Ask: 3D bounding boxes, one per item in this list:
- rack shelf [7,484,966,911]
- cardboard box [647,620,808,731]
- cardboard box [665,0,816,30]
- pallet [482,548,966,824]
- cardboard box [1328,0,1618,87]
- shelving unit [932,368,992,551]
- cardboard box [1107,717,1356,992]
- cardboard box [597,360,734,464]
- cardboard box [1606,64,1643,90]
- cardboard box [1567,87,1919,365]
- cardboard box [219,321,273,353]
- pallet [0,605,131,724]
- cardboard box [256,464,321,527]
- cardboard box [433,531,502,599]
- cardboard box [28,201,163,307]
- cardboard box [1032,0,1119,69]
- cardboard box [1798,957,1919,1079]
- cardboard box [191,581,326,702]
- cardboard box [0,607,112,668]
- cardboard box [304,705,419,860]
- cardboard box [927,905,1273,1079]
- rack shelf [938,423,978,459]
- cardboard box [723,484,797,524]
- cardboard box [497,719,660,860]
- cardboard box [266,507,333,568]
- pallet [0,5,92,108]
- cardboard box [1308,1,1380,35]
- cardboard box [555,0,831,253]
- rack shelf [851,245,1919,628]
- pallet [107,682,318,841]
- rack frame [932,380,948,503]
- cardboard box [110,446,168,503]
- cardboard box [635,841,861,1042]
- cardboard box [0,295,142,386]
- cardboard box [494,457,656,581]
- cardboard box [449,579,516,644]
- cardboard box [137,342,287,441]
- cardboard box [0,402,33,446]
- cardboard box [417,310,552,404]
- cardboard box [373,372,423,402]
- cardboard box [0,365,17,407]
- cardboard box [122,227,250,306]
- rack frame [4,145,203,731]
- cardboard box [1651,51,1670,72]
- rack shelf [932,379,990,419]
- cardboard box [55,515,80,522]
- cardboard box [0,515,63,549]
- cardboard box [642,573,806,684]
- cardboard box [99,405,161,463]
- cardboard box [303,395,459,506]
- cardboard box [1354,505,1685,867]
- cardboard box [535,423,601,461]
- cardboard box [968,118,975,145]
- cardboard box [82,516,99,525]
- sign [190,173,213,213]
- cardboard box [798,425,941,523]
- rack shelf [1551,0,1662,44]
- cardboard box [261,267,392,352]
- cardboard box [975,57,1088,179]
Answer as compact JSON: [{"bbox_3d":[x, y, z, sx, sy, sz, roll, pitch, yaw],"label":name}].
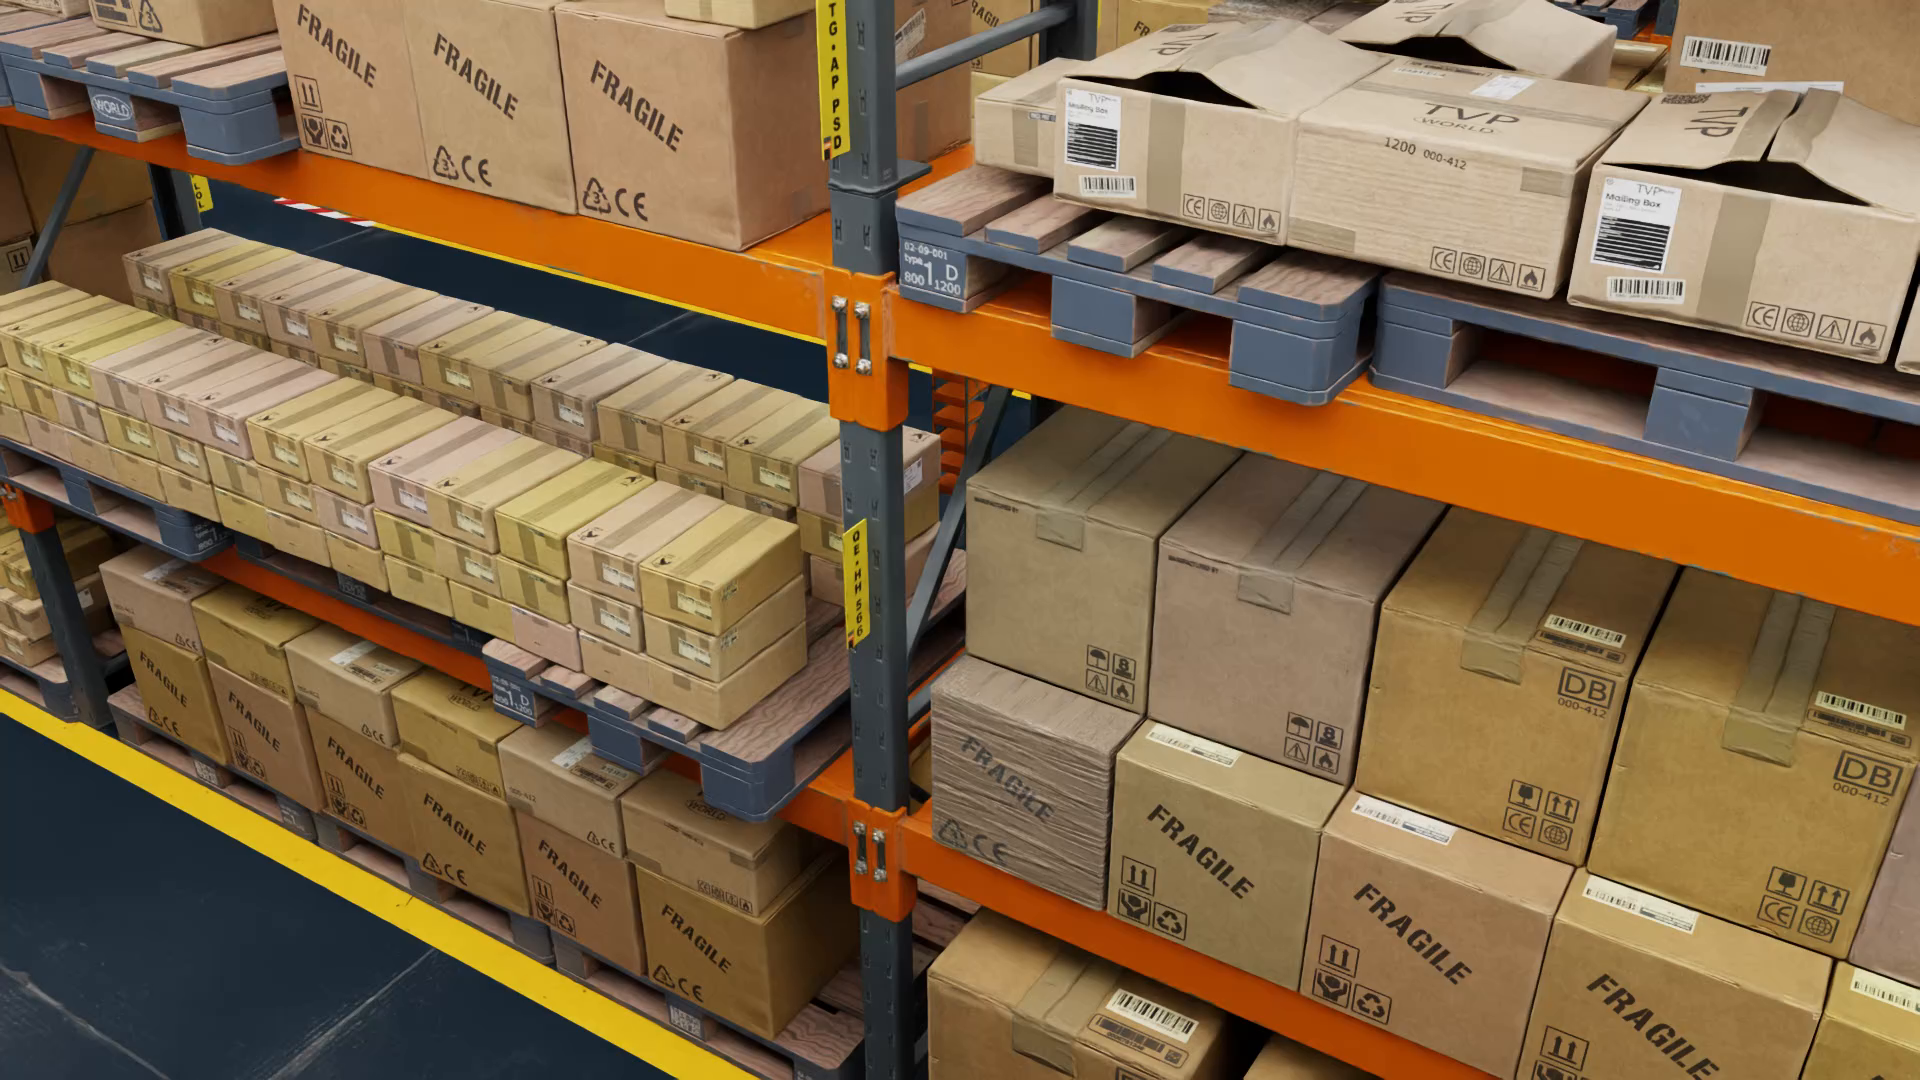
[{"bbox_3d":[-1.661,0.114,5.791,4.000,0.370,1.077,18,35,27],"label":"rack shelf"},{"bbox_3d":[-0.630,0.331,4.539,0.250,0.149,0.380,18,35,28],"label":"cardboard box"},{"bbox_3d":[-0.448,-1.328,3.713,0.258,0.266,0.396,18,35,27],"label":"cardboard box"},{"bbox_3d":[-0.628,0.277,4.989,1.003,0.211,1.213,18,35,27],"label":"pallet"},{"bbox_3d":[1.077,-0.990,3.567,0.500,0.311,0.500,18,35,27],"label":"cardboard box"},{"bbox_3d":[0.012,-0.514,7.941,0.189,1.200,0.258,18,35,27],"label":"shelving unit"},{"bbox_3d":[0.702,0.667,4.031,0.500,0.500,0.500,17,34,27],"label":"cardboard box"},{"bbox_3d":[-0.914,-0.407,5.212,0.250,0.149,0.380,16,34,25],"label":"cardboard box"},{"bbox_3d":[2.837,-1.934,7.777,0.500,0.500,0.500,17,34,26],"label":"cardboard box"},{"bbox_3d":[1.388,-0.583,2.868,0.500,0.311,0.500,17,34,26],"label":"cardboard box"},{"bbox_3d":[-2.481,-0.773,6.136,0.250,0.149,0.380,19,35,29],"label":"cardboard box"},{"bbox_3d":[-3.943,0.307,7.513,1.213,0.211,1.003,18,35,27],"label":"pallet"},{"bbox_3d":[-1.940,-0.214,5.177,0.250,0.149,0.380,17,34,26],"label":"cardboard box"},{"bbox_3d":[-1.291,-0.007,4.823,0.250,0.149,0.380,18,35,27],"label":"cardboard box"},{"bbox_3d":[-3.641,-1.144,6.840,0.500,0.500,0.500,17,34,26],"label":"cardboard box"},{"bbox_3d":[0.721,-2.711,8.828,0.500,0.500,0.500,17,34,27],"label":"cardboard box"},{"bbox_3d":[1.980,1.071,3.338,0.500,0.500,0.500,18,35,28],"label":"cardboard box"},{"bbox_3d":[-2.418,0.295,6.088,0.500,0.250,0.500,19,35,29],"label":"cardboard box"},{"bbox_3d":[-3.869,0.358,7.072,0.250,0.149,0.380,18,35,28],"label":"cardboard box"},{"bbox_3d":[-1.971,0.753,6.047,0.500,0.500,0.500,18,35,28],"label":"cardboard box"},{"bbox_3d":[0.501,1.331,4.807,0.750,0.750,1.050,17,34,27],"label":"cardboard box"},{"bbox_3d":[0.012,-0.476,7.963,0.180,0.103,0.258,18,35,27],"label":"rack shelf"},{"bbox_3d":[-0.501,-0.149,5.066,0.250,0.149,0.380,19,35,30],"label":"cardboard box"},{"bbox_3d":[-1.120,0.712,5.373,0.500,0.250,0.500,18,35,28],"label":"cardboard box"},{"bbox_3d":[-1.946,-0.087,5.255,0.250,0.149,0.380,16,34,25],"label":"cardboard box"},{"bbox_3d":[-2.889,-1.736,5.458,1.003,0.211,1.213,18,35,27],"label":"pallet"},{"bbox_3d":[2.002,-2.302,8.128,0.500,0.500,0.500,17,34,26],"label":"cardboard box"},{"bbox_3d":[-0.586,-1.044,3.987,0.500,0.500,0.500,18,35,27],"label":"cardboard box"},{"bbox_3d":[1.727,-0.110,3.198,4.000,0.370,1.077,18,35,27],"label":"rack shelf"},{"bbox_3d":[-2.695,0.680,6.874,1.213,0.211,1.003,18,35,27],"label":"pallet"},{"bbox_3d":[-0.065,-0.539,7.983,0.006,1.200,0.240,18,35,27],"label":"rack frame"},{"bbox_3d":[-2.606,-0.295,5.612,0.250,0.149,0.380,18,35,28],"label":"cardboard box"},{"bbox_3d":[-0.664,1.173,5.326,0.500,0.500,0.500,17,34,27],"label":"cardboard box"},{"bbox_3d":[-3.027,-0.688,5.695,0.250,0.149,0.380,19,35,29],"label":"cardboard box"},{"bbox_3d":[-1.060,-0.064,4.626,0.250,0.149,0.380,19,35,29],"label":"cardboard box"},{"bbox_3d":[-1.266,0.126,4.889,0.250,0.149,0.380,17,34,27],"label":"cardboard box"},{"bbox_3d":[-2.384,-0.482,5.342,0.250,0.149,0.380,17,34,27],"label":"cardboard box"},{"bbox_3d":[-3.266,-0.503,5.968,0.250,0.149,0.380,16,34,25],"label":"cardboard box"},{"bbox_3d":[-1.579,-0.617,5.573,0.250,0.149,0.380,17,34,27],"label":"cardboard box"},{"bbox_3d":[-1.795,-0.560,5.770,0.250,0.149,0.380,18,35,28],"label":"cardboard box"},{"bbox_3d":[-3.266,-0.632,5.893,0.250,0.149,0.380,18,35,28],"label":"cardboard box"},{"bbox_3d":[-2.912,-1.038,6.294,0.250,0.149,0.380,19,35,30],"label":"cardboard box"},{"bbox_3d":[-3.355,-0.732,6.528,0.127,3.000,1.000,18,35,27],"label":"rack frame"},{"bbox_3d":[3.555,-2.016,7.918,0.500,0.500,0.500,17,34,27],"label":"cardboard box"},{"bbox_3d":[0.012,-0.683,7.842,0.180,0.103,0.258,18,35,27],"label":"rack shelf"},{"bbox_3d":[-3.980,-0.124,7.602,0.250,0.149,0.380,17,34,27],"label":"cardboard box"},{"bbox_3d":[-4.033,0.025,7.052,0.250,0.149,0.380,18,35,28],"label":"cardboard box"},{"bbox_3d":[-0.628,0.200,4.468,0.250,0.149,0.380,18,35,28],"label":"cardboard box"},{"bbox_3d":[-2.606,-0.425,5.539,0.250,0.149,0.380,16,34,25],"label":"cardboard box"},{"bbox_3d":[-1.720,-0.273,4.984,0.250,0.149,0.380,19,35,30],"label":"cardboard box"},{"bbox_3d":[1.272,0.260,3.736,0.500,0.500,0.700,17,34,27],"label":"cardboard box"},{"bbox_3d":[-1.153,-0.354,5.417,0.250,0.149,0.380,18,35,27],"label":"cardboard box"},{"bbox_3d":[0.288,-2.294,9.355,0.500,0.250,0.500,17,34,27],"label":"cardboard box"},{"bbox_3d":[-3.739,-0.219,7.470,0.250,0.149,0.380,19,35,30],"label":"cardboard box"},{"bbox_3d":[-3.063,-1.470,6.644,0.005,0.325,0.100,18,35,27],"label":"sign"},{"bbox_3d":[-0.259,-0.198,4.855,0.250,0.149,0.380,18,35,27],"label":"cardboard box"},{"bbox_3d":[3.520,-4.145,13.092,4.000,0.370,1.077,18,35,27],"label":"rack shelf"},{"bbox_3d":[-2.243,-0.826,5.931,0.250,0.149,0.380,17,35,27],"label":"cardboard box"},{"bbox_3d":[0.230,-0.915,3.598,0.250,0.149,0.380,16,34,25],"label":"cardboard box"}]
